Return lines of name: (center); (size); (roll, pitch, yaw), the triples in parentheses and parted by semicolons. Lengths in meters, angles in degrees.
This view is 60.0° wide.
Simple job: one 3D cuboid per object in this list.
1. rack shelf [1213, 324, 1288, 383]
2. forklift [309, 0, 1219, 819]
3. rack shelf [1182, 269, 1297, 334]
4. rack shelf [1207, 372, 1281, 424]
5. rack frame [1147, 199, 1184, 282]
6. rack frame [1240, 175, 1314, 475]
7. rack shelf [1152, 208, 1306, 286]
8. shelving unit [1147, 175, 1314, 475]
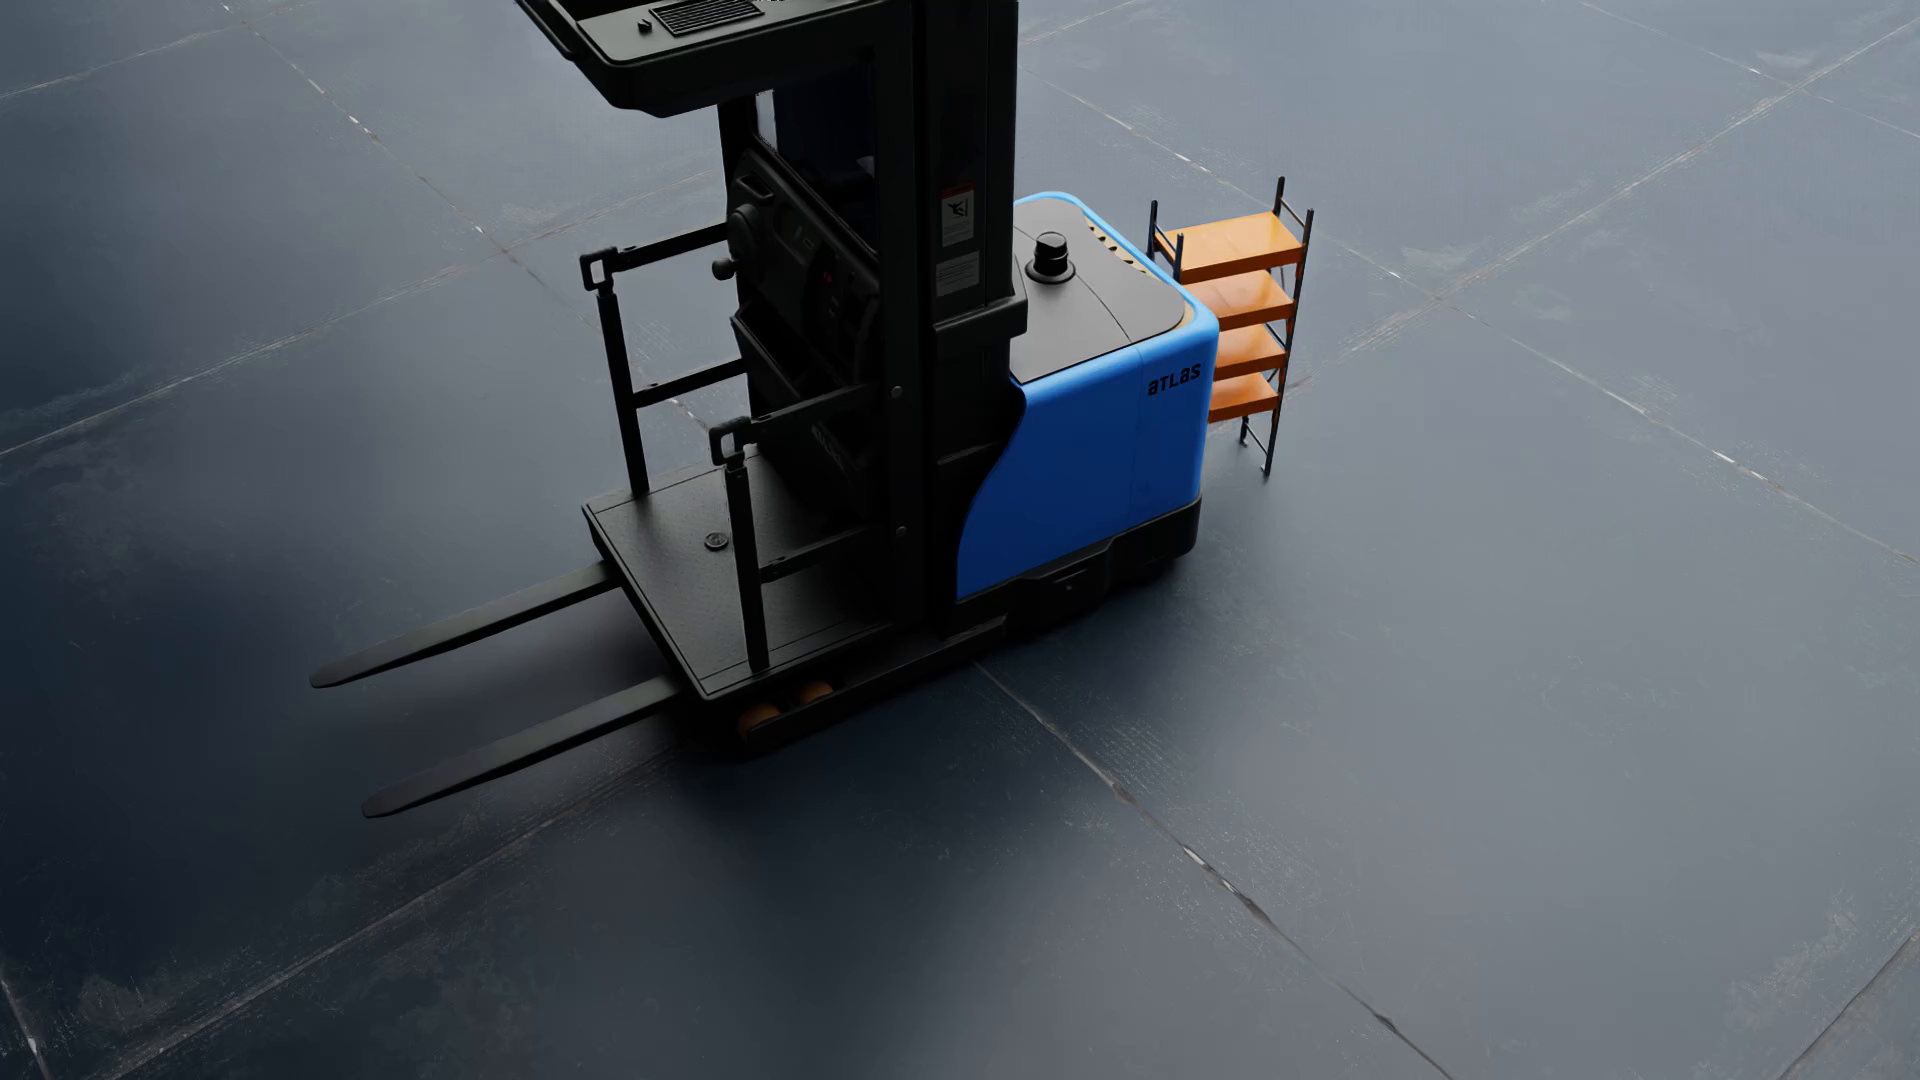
rack shelf: (0.939, -0.668, 6.183); (0.480, 0.148, 0.258); (-13, 45, -14)
forklift: (-0.659, -0.786, 4.945); (3.031, 2.935, 1.130); (-22, 47, -22)
rack shelf: (0.939, -0.831, 6.030); (0.480, 0.148, 0.258); (-13, 45, -14)
rack shelf: (0.939, -0.523, 6.319); (0.480, 0.148, 0.258); (-13, 45, -14)
rack frame: (0.708, -0.663, 6.080); (0.015, 1.200, 0.240); (-13, 45, -14)
rack frame: (1.170, -0.771, 6.194); (0.015, 1.200, 0.240); (-13, 45, -14)
rack shelf: (0.939, -1.003, 5.868); (0.480, 0.148, 0.258); (-13, 45, -14)
shelving unit: (0.939, -0.717, 6.137); (0.503, 1.200, 0.258); (-13, 45, -14)
